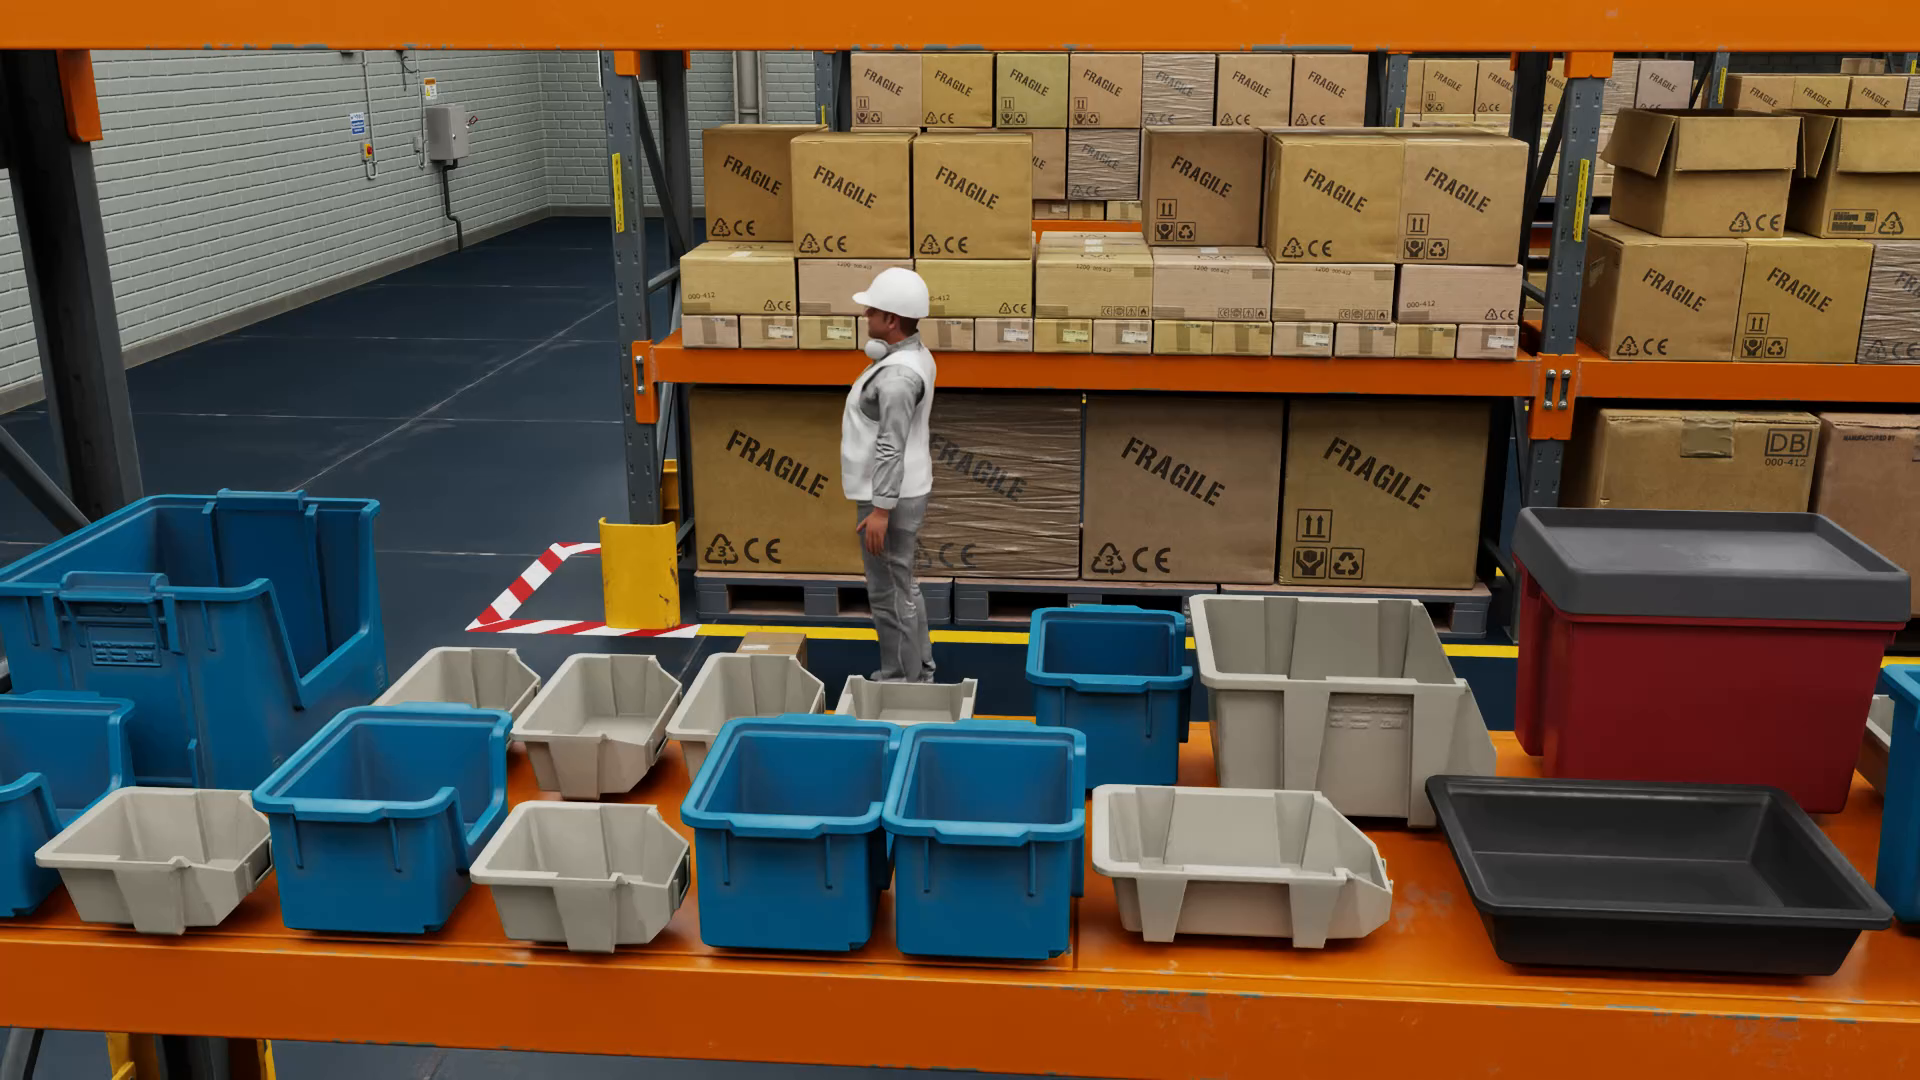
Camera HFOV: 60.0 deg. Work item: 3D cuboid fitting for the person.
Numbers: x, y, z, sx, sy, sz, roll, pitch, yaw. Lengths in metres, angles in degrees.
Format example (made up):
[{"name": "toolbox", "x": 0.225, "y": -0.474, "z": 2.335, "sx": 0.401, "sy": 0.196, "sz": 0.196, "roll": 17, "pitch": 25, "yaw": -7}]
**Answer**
[{"name": "person", "x": -0.286, "y": -0.168, "z": 6.556, "sx": 0.358, "sy": 1.782, "sz": 0.535, "roll": 1, "pitch": 17, "yaw": 5}]
